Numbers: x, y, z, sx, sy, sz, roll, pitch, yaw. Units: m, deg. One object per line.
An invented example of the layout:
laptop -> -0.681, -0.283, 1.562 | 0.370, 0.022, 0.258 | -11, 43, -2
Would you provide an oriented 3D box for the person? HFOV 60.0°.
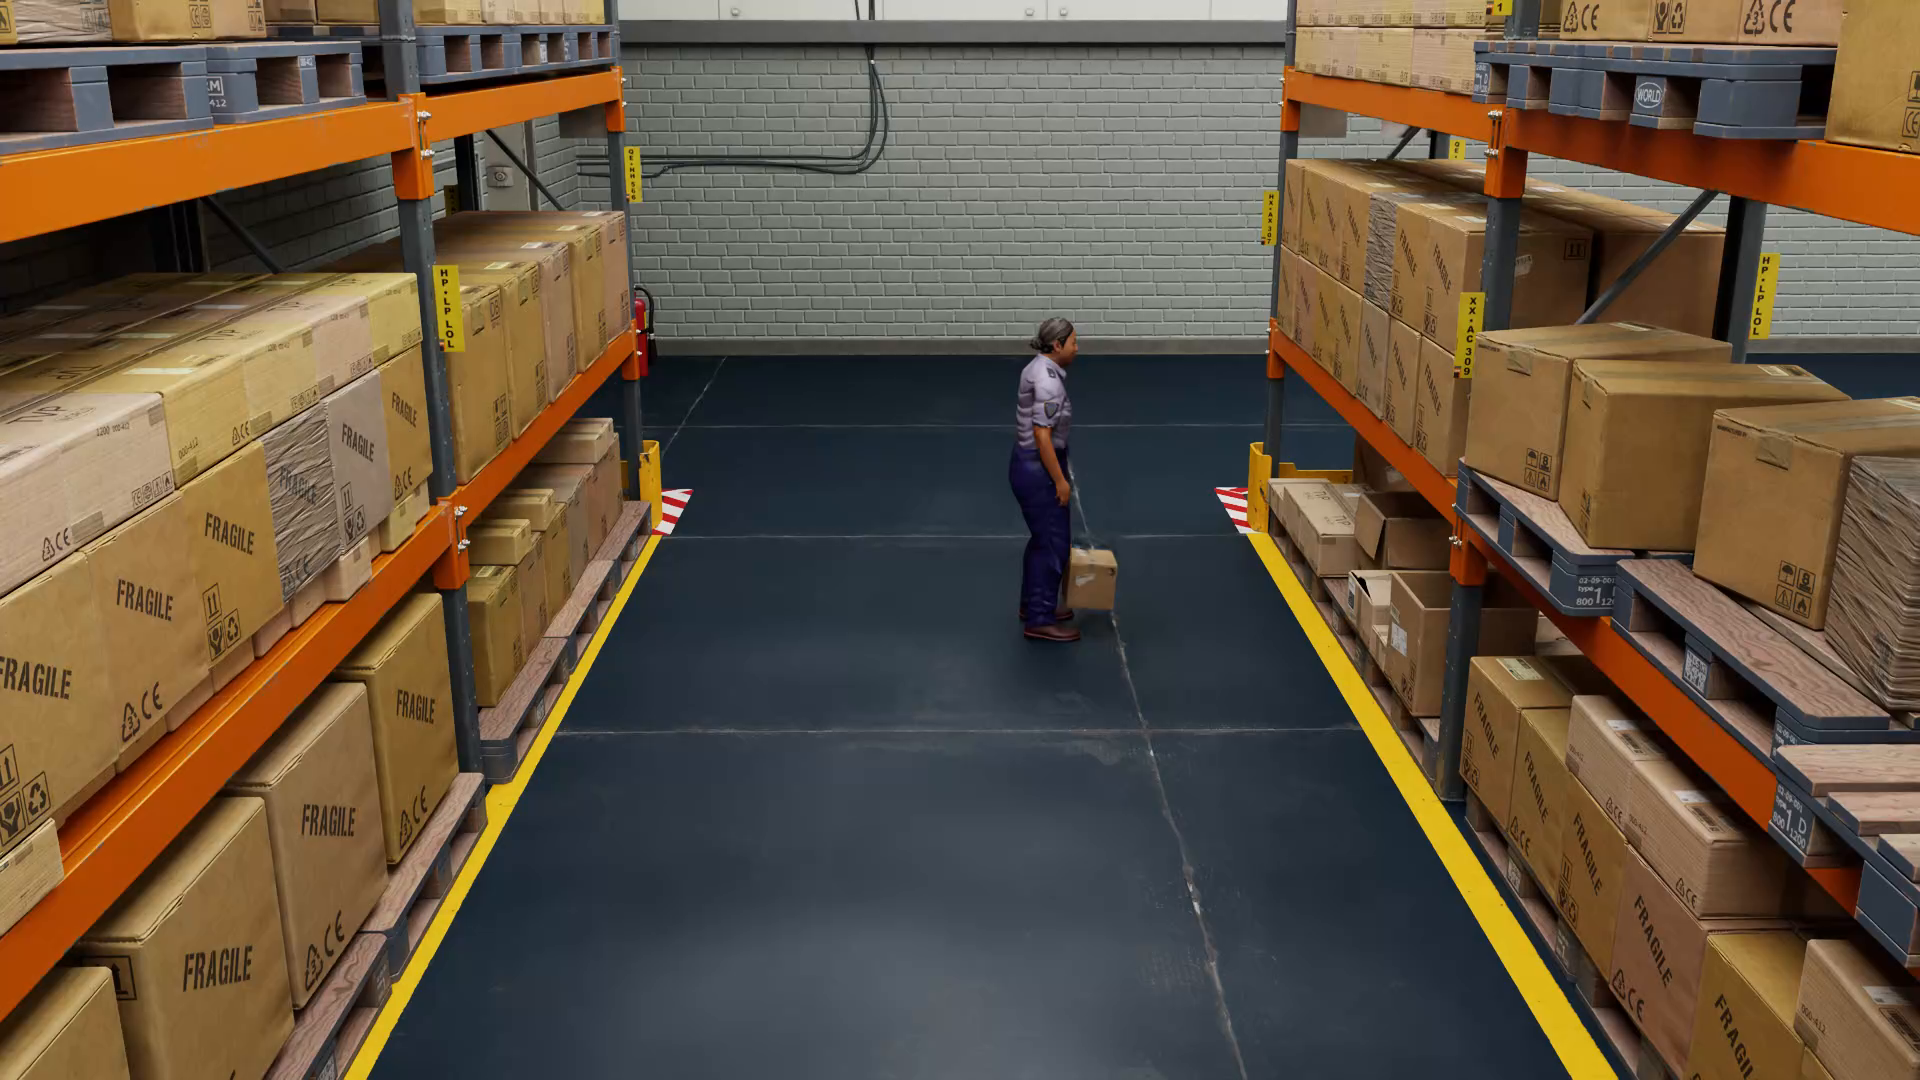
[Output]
person -> 0.440, -0.276, 8.634 | 0.368, 1.542, 0.533 | -1, 17, -3
